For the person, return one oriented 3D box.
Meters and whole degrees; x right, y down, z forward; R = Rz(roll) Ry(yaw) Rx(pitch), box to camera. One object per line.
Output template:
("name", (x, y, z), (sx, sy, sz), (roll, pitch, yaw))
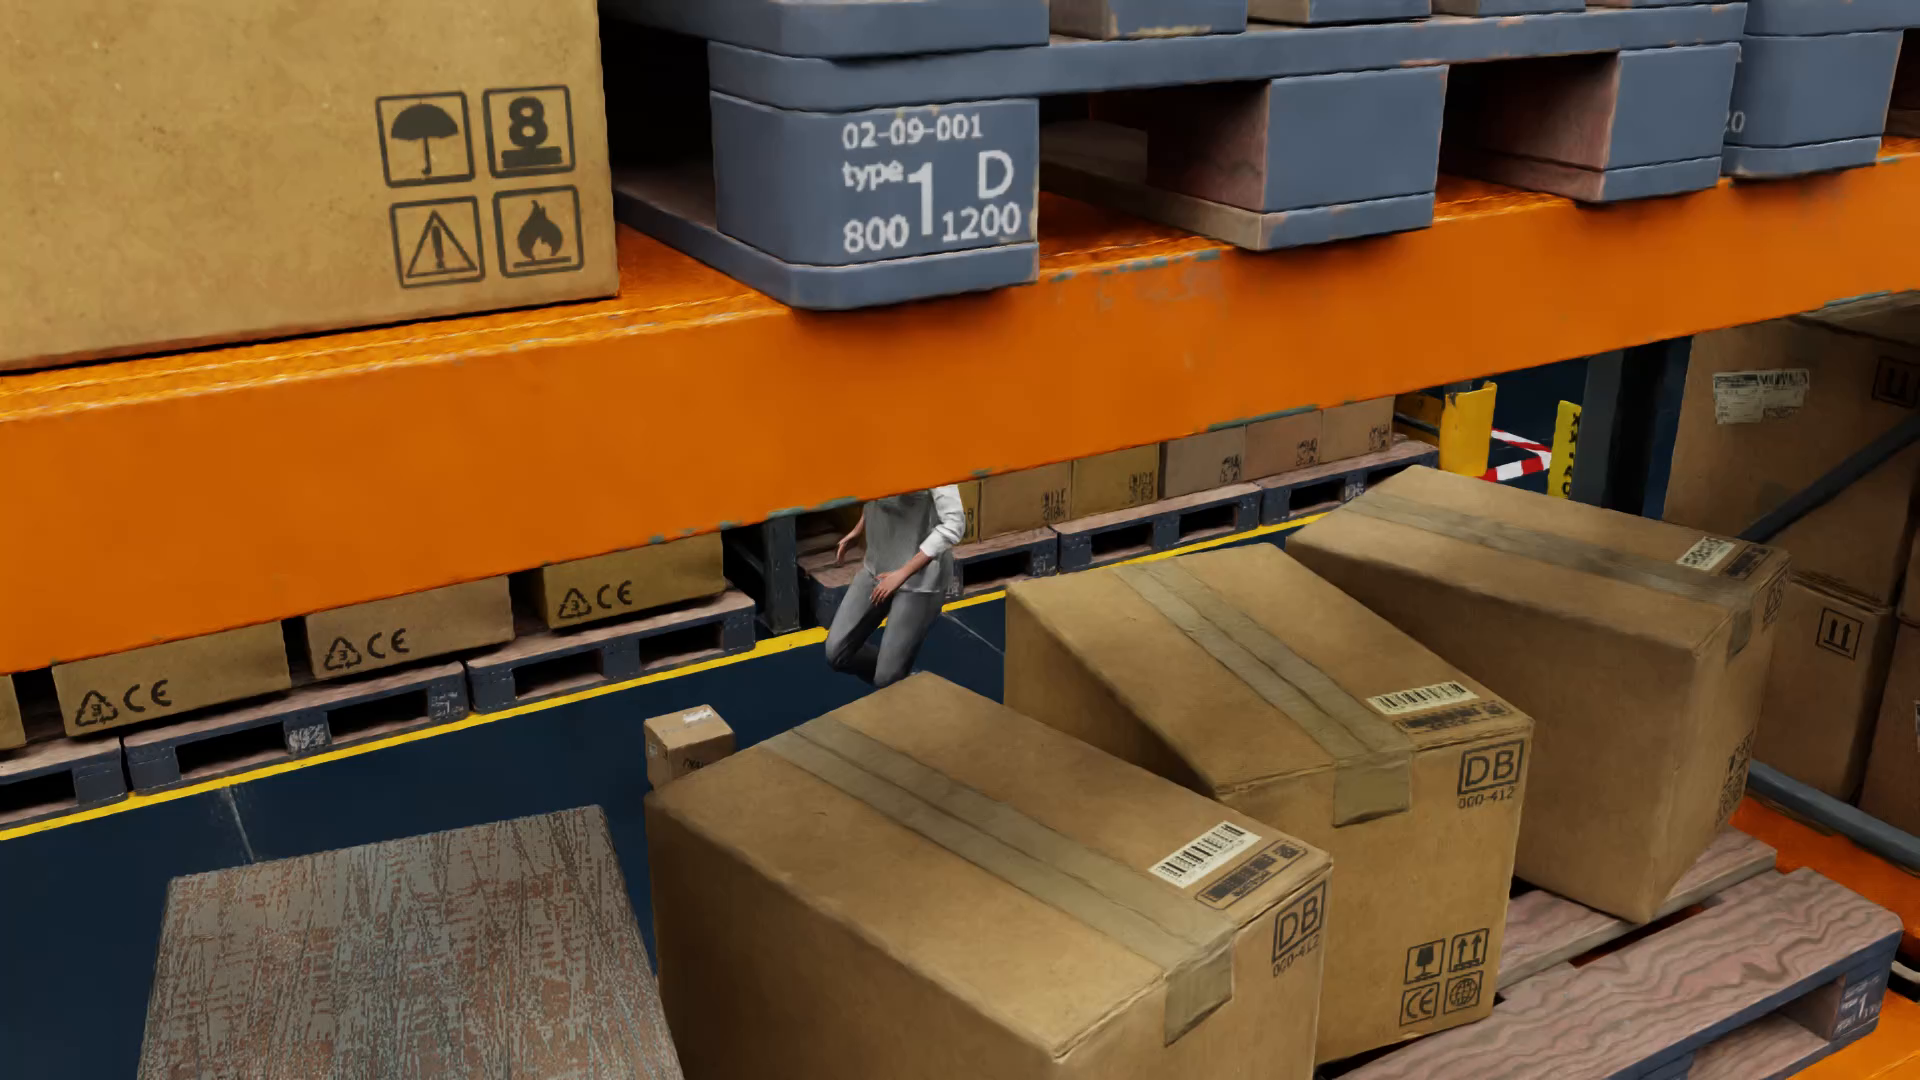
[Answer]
("person", (-0.226, 0.145, 5.783), (0.435, 1.571, 0.600), (-14, 26, -32))
